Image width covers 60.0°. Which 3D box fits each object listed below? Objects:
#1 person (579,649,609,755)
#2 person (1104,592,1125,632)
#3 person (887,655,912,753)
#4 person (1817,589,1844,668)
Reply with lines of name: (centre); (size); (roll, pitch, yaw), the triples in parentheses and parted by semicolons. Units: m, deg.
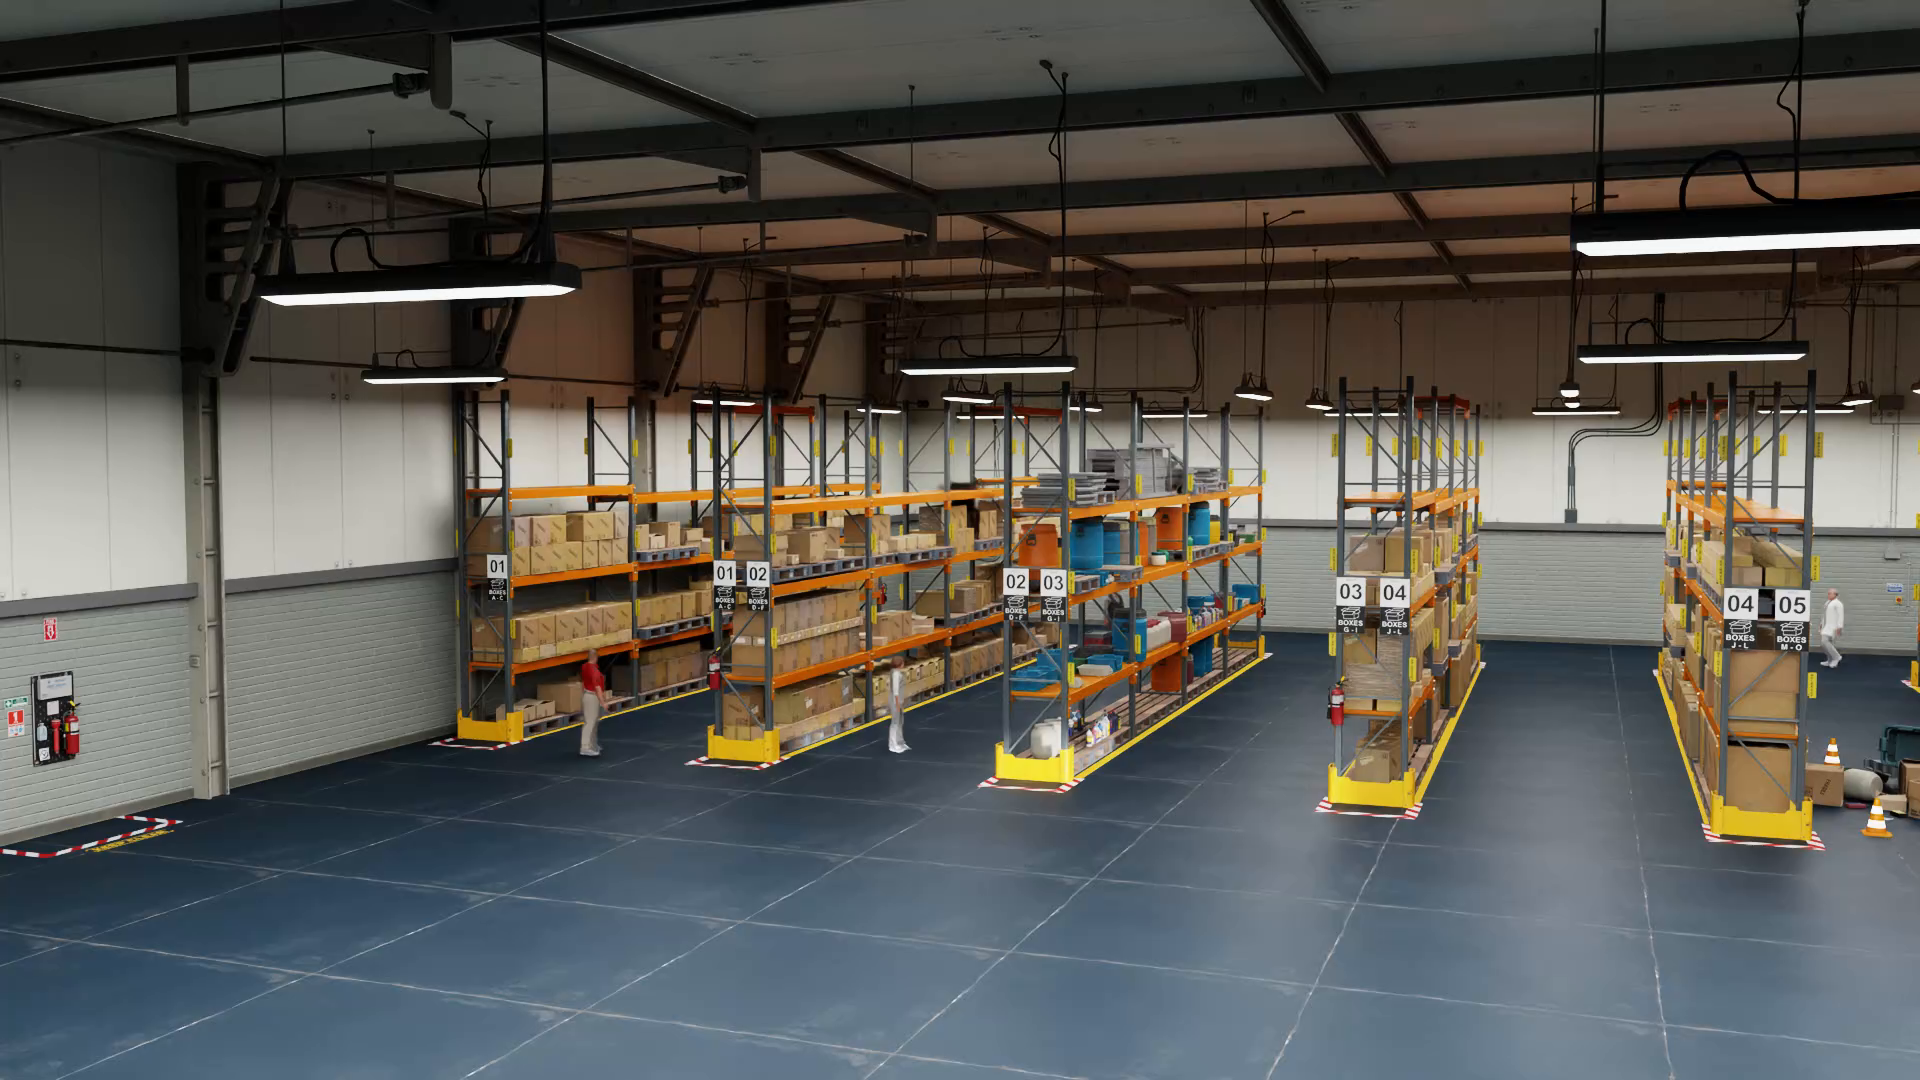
person: (-6.021, 2.664, 27.238); (0.504, 1.770, 0.673); (-1, 3, -23)
person: (3.745, 1.930, 40.234); (0.591, 1.727, 0.417); (-2, 4, -28)
person: (-1.007, 2.717, 27.477); (0.409, 1.613, 0.495); (0, 3, 1)
person: (19.874, 2.014, 38.014); (0.478, 1.799, 0.592); (0, 3, -1)
